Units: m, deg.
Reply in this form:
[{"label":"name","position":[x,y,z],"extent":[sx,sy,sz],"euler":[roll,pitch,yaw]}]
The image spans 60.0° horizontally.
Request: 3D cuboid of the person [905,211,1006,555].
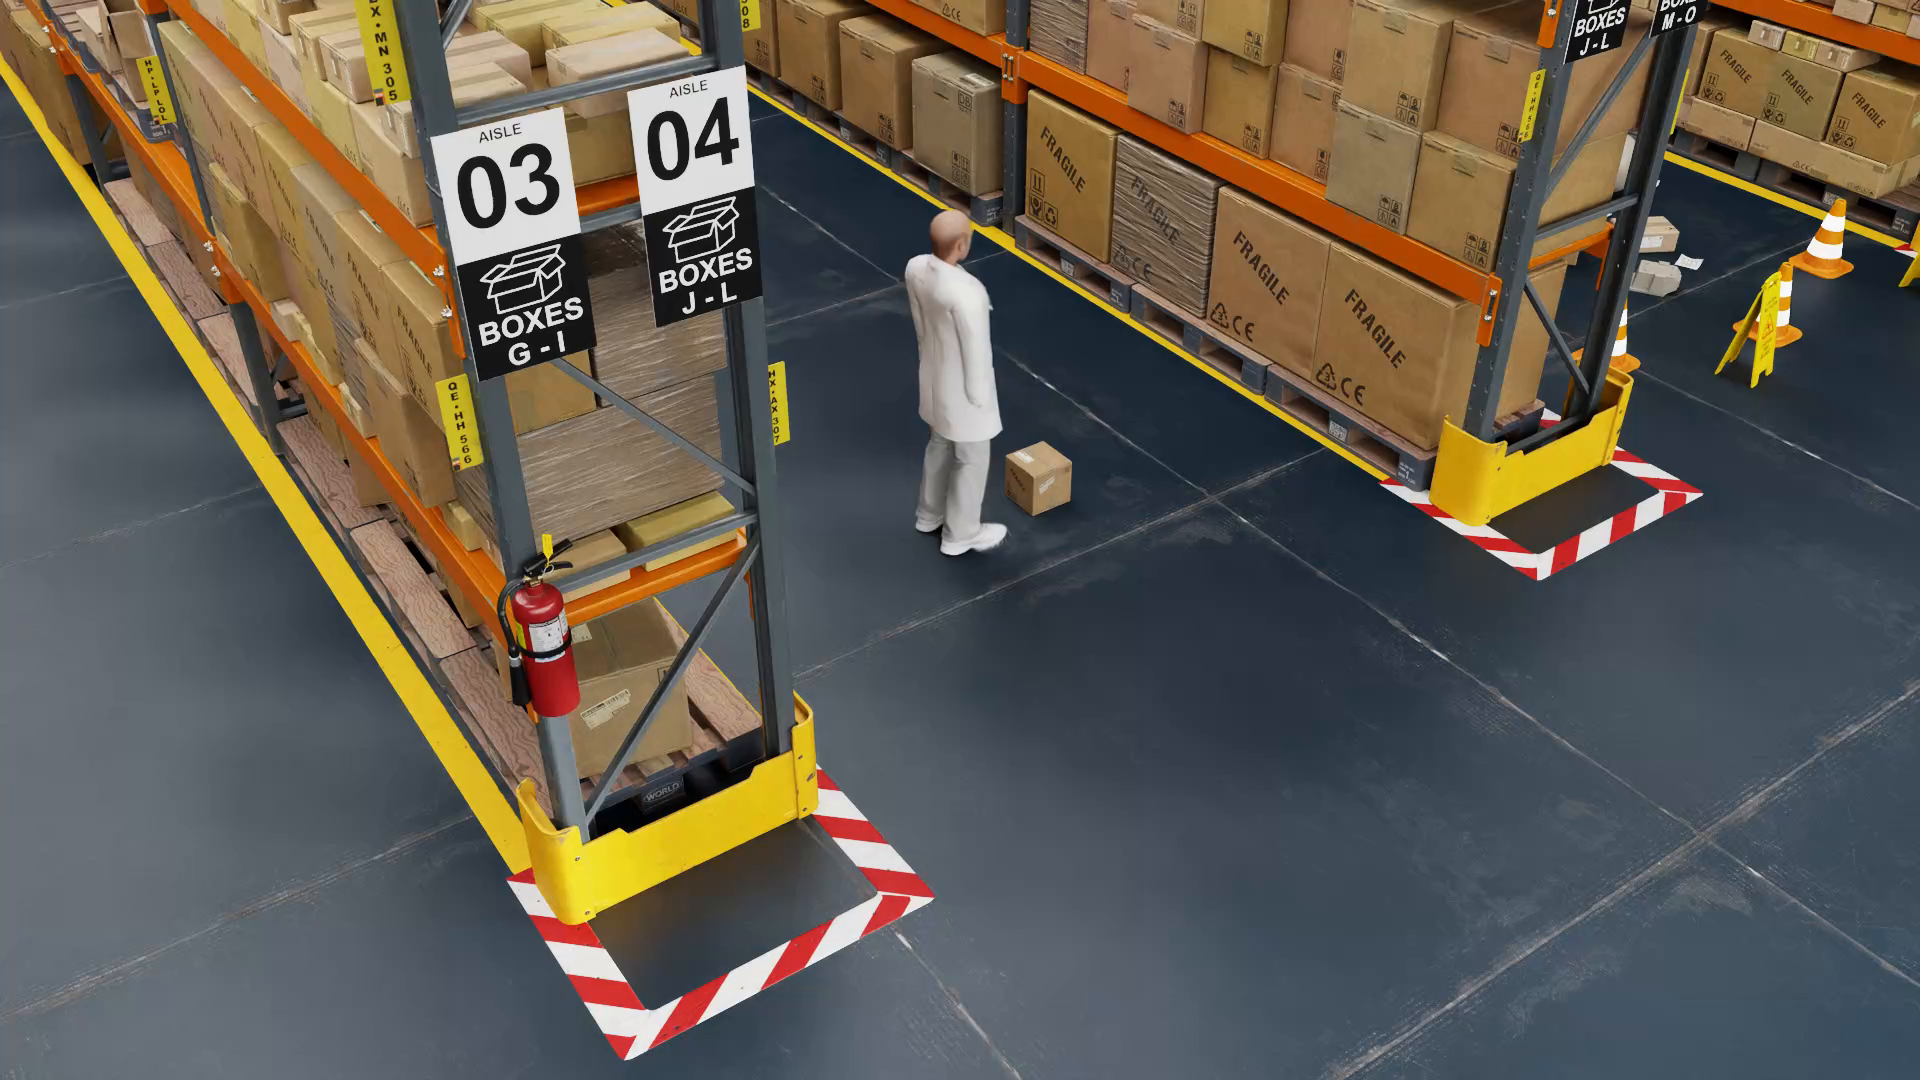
[{"label":"person","position":[-0.021,-0.778,8.099],"extent":[0.380,1.778,0.564],"euler":[-21,41,-26]}]
